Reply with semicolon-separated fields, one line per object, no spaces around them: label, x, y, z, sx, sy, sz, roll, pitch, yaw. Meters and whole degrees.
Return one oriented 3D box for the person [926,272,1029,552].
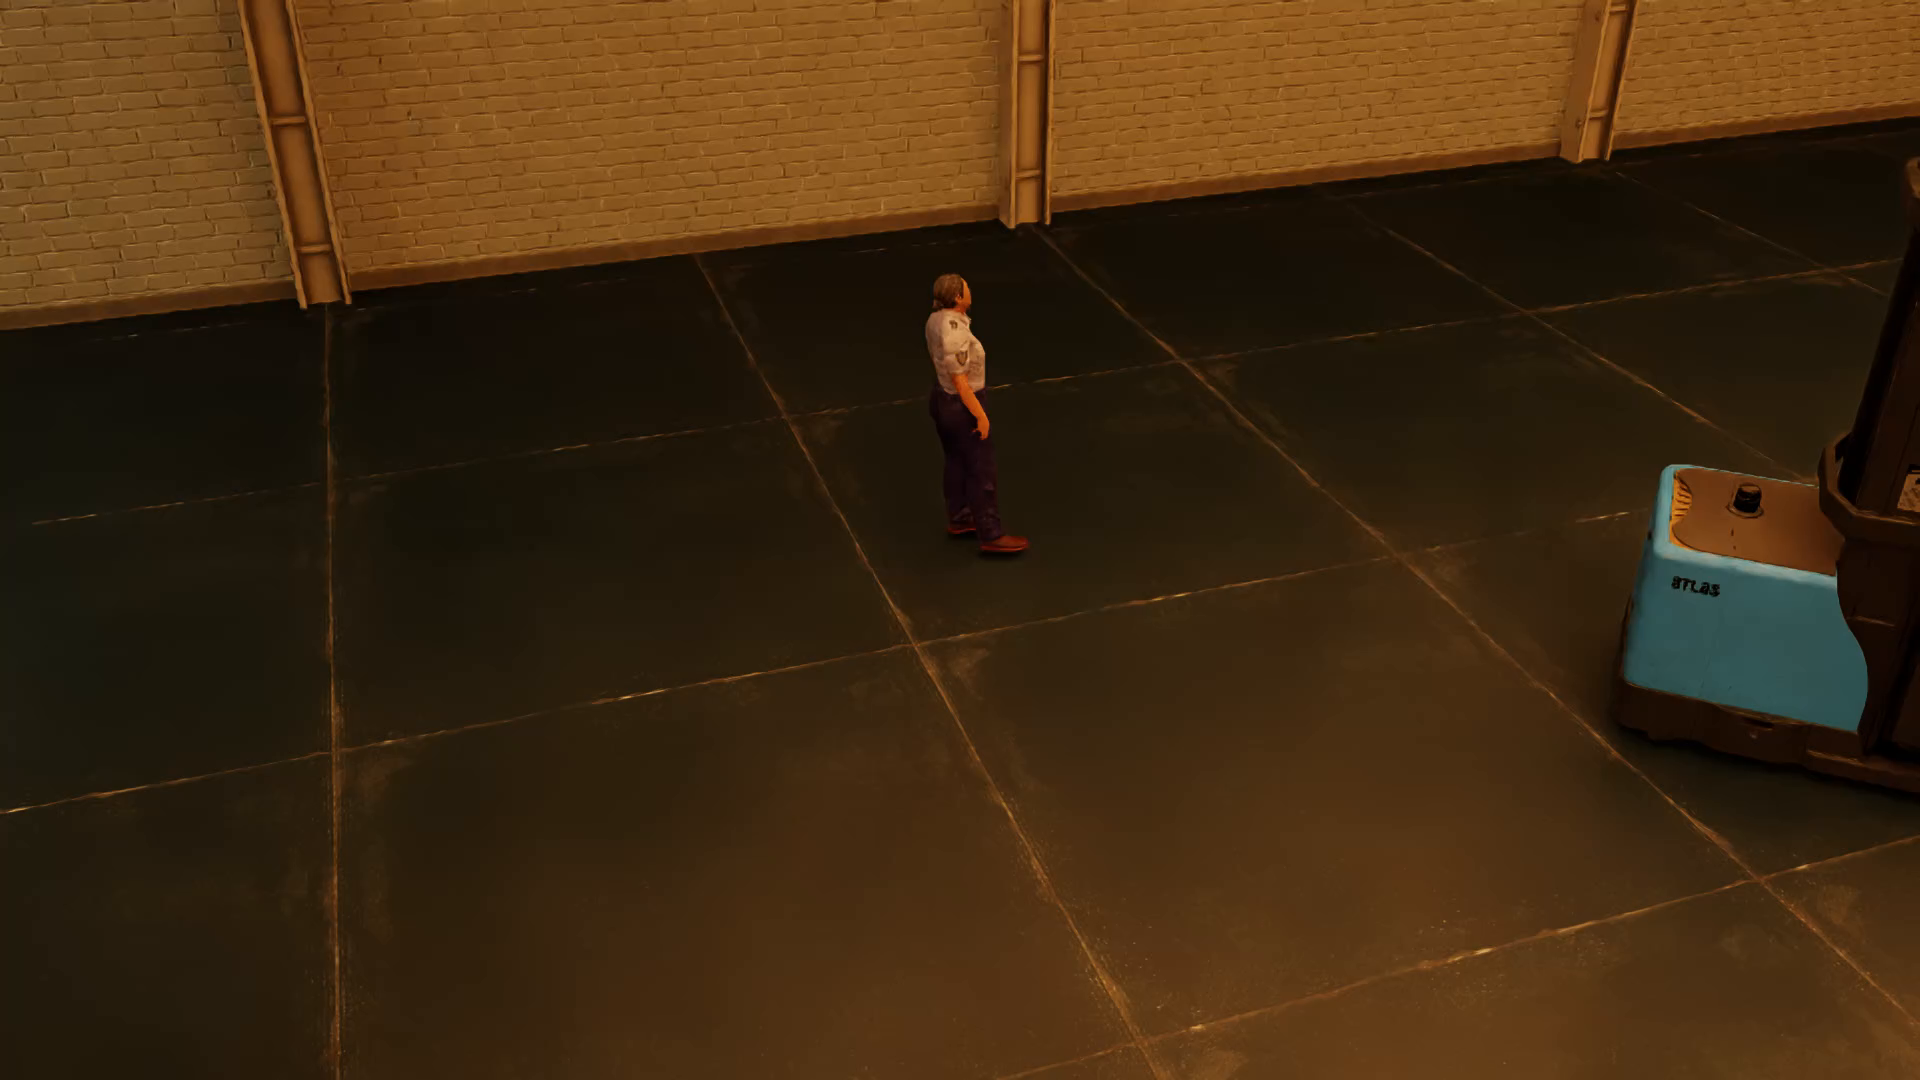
person;0.092;-0.758;9.598;0.503;1.650;0.599;-10;31;-16

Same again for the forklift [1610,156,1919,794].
forklift;4.837;-0.246;7.514;3.031;2.935;1.130;12;32;20
